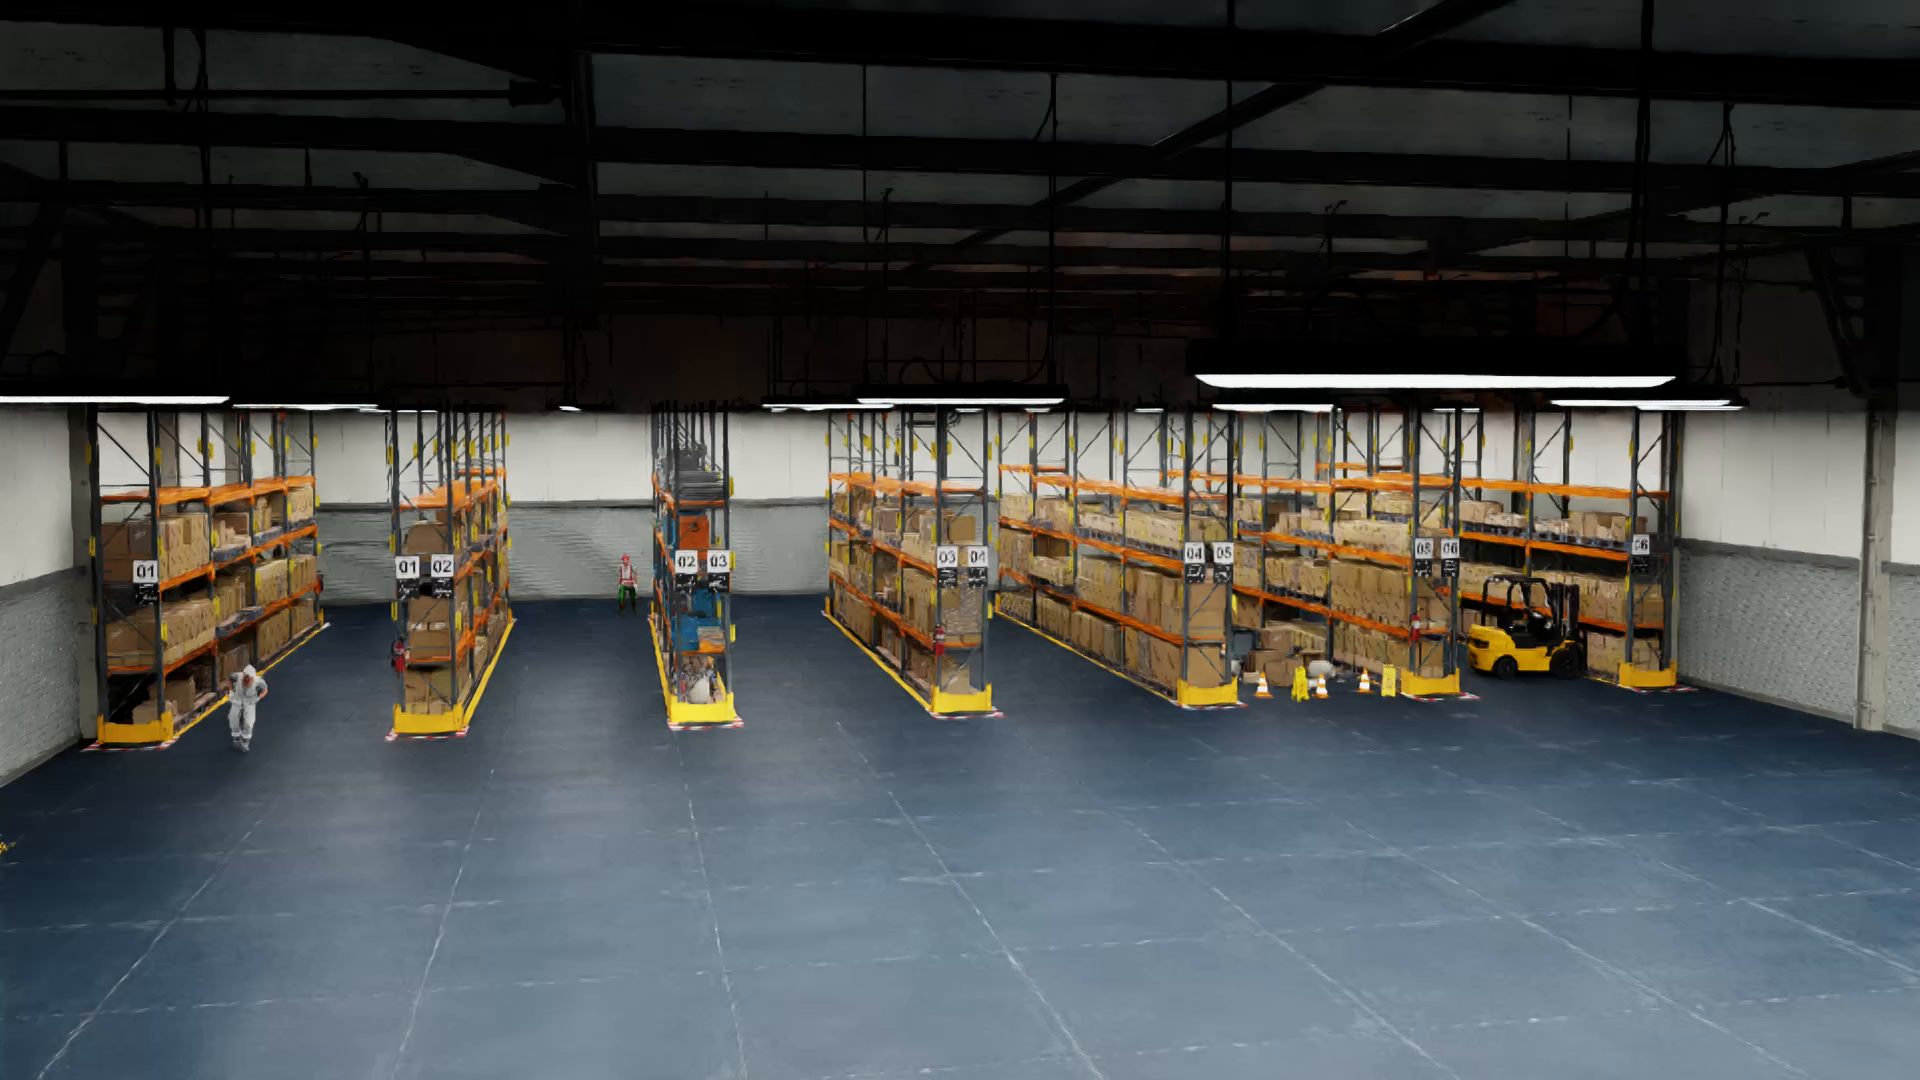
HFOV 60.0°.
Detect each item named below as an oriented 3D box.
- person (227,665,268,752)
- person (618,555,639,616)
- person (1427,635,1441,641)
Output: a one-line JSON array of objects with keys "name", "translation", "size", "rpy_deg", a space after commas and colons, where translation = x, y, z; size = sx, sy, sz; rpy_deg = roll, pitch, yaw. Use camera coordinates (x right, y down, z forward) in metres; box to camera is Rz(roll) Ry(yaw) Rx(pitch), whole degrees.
[{"name": "person", "translation": [-12.158, 2.843, 28.368], "size": [0.671, 1.524, 0.969], "rpy_deg": [-1, 5, -18]}, {"name": "person", "translation": [-9.495, 1.272, 47.564], "size": [0.602, 1.738, 1.003], "rpy_deg": [0, 4, 5]}, {"name": "person", "translation": [10.795, 2.064, 37.862], "size": [0.399, 1.678, 0.630], "rpy_deg": [2, 5, 25]}]
